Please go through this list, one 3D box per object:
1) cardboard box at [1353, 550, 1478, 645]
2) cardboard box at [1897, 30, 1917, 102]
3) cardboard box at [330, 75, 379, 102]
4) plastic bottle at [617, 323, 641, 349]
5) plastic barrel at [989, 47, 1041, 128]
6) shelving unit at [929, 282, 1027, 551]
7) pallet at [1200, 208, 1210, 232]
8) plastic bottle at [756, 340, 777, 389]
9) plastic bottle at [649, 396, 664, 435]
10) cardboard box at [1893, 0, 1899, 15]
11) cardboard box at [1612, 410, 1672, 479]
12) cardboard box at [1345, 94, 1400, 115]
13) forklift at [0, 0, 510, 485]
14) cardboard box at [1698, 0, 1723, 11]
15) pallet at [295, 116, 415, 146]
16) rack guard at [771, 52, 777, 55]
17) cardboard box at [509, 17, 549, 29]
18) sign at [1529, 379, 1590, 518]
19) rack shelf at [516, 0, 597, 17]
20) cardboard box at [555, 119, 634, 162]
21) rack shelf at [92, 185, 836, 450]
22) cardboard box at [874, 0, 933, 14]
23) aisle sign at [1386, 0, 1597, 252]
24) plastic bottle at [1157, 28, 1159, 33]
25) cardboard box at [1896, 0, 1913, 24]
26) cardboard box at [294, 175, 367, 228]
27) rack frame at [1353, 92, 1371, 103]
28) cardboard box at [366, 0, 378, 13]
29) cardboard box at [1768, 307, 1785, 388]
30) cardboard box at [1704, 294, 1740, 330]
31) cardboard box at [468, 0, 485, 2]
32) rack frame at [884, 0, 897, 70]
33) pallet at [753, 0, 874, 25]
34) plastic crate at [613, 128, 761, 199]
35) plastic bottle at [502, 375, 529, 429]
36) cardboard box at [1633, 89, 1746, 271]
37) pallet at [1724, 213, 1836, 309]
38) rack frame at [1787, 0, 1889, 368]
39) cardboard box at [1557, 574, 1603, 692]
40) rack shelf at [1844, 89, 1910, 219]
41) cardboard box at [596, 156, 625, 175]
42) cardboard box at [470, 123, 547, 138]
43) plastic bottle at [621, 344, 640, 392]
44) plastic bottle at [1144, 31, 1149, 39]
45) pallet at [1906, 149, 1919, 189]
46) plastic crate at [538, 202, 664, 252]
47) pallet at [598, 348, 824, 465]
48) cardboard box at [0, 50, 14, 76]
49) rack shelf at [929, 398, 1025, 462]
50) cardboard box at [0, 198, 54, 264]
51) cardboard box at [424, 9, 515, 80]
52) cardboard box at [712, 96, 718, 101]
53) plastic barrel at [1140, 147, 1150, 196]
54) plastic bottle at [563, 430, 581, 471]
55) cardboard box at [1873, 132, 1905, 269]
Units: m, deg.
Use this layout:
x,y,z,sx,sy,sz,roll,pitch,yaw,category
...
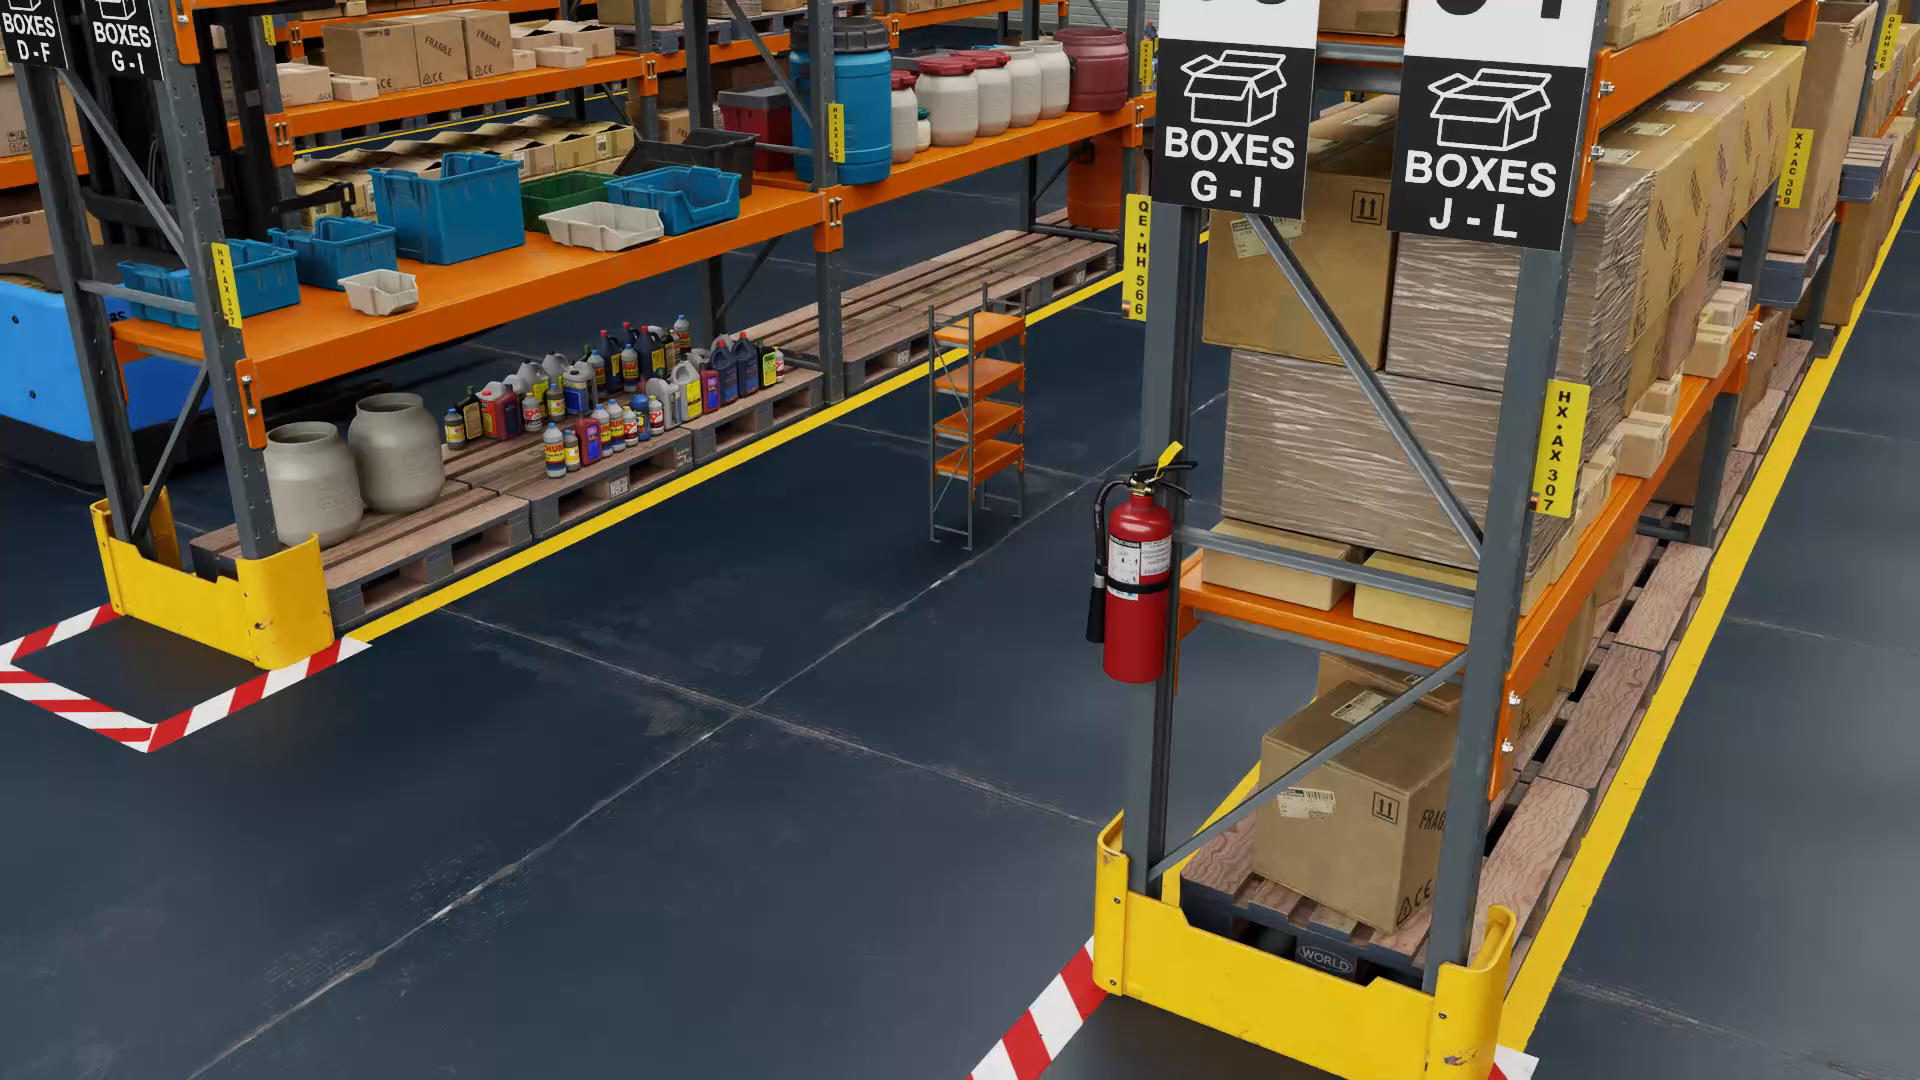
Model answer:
x,y,z,sx,sy,sz,roll,pitch,yaw,category
1.284,0.142,4.463,0.380,0.149,0.250,14,27,29,cardboard box
6.979,-3.643,12.763,0.500,0.500,0.500,15,27,31,cardboard box
-4.732,-3.496,12.865,0.380,0.149,0.250,14,27,29,cardboard box
-1.945,-1.116,9.833,0.144,0.351,0.185,15,27,30,plastic bottle
0.360,-3.183,11.685,0.421,0.512,0.421,0,23,0,plastic barrel
0.087,-0.606,8.141,0.258,1.200,0.503,14,27,29,shelving unit
1.968,-3.071,15.077,1.003,0.211,1.213,14,27,29,pallet
-1.140,-1.039,9.740,0.061,0.283,0.133,15,28,32,plastic bottle
-1.661,-0.682,9.018,0.097,0.201,0.097,0,23,0,plastic bottle
6.931,-4.266,12.941,0.797,0.503,0.637,13,27,28,cardboard box
2.158,-0.344,5.586,0.380,0.149,0.250,14,27,29,cardboard box
1.536,-1.144,5.359,0.500,0.500,0.500,14,27,29,cardboard box
-4.102,-2.166,9.563,1.130,2.935,3.031,15,27,31,forklift
1.936,-1.685,4.780,0.500,0.250,0.500,14,27,29,cardboard box
-6.994,-4.712,18.869,1.003,0.211,1.213,14,27,29,pallet
-3.241,-7.303,24.489,1.175,0.500,0.348,14,27,29,rack guard
-5.596,-6.051,20.630,0.750,0.750,0.750,14,27,30,cardboard box
1.392,-0.211,3.872,0.100,0.325,0.005,14,27,29,sign
-4.309,-7.436,22.558,1.077,0.370,4.000,14,27,29,rack shelf
-3.330,-3.665,15.166,0.500,0.311,0.500,15,27,30,cardboard box
-2.222,-1.310,8.406,1.077,0.370,4.000,14,27,29,rack shelf
-0.653,-6.216,18.706,0.500,0.500,0.500,15,27,30,cardboard box
1.153,-1.037,3.597,0.394,0.787,0.004,14,27,29,aisle sign
1.790,-4.456,14.929,0.097,0.271,0.097,0,23,0,plastic bottle
7.731,-4.497,13.734,0.500,0.500,0.500,14,27,29,cardboard box
-4.943,-2.630,12.776,0.500,0.311,0.500,14,27,29,cardboard box
5.163,-6.365,19.178,1.000,3.000,0.127,14,27,29,rack frame
-6.723,-5.964,18.542,0.380,0.149,0.250,14,27,28,cardboard box
4.533,-1.262,9.982,0.700,0.500,0.500,11,26,25,cardboard box
3.037,-0.946,6.975,0.380,0.149,0.250,14,27,29,cardboard box
-5.864,-6.474,19.720,0.380,0.149,0.250,14,27,29,cardboard box
-1.153,-6.055,18.461,1.000,3.000,0.127,14,27,29,rack frame
-1.667,-5.720,17.928,1.003,0.211,1.213,14,27,29,pallet
-1.551,-2.137,9.488,0.767,0.338,0.504,14,27,29,plastic crate
-2.451,-0.755,9.093,0.152,0.276,0.135,13,27,28,plastic bottle
2.243,-1.203,5.495,0.500,0.500,0.500,14,27,29,cardboard box
3.568,-1.417,7.989,1.003,0.211,1.213,14,27,29,pallet
5.151,-2.627,10.544,1.000,3.000,0.127,14,27,29,rack frame
2.240,0.225,6.573,0.500,0.500,0.500,11,26,24,cardboard box
6.206,-2.972,12.246,1.077,0.370,4.000,14,27,29,rack shelf
-3.333,-3.407,15.277,0.500,0.250,0.500,15,27,30,cardboard box
-4.059,-3.599,15.014,0.500,0.311,0.500,13,27,28,cardboard box
-1.919,-1.005,9.677,0.097,0.271,0.097,0,23,0,plastic bottle
1.616,-4.318,14.596,0.061,0.283,0.133,14,27,29,plastic bottle
9.016,-3.762,16.673,1.003,0.211,1.213,14,27,29,pallet
-1.808,-1.593,8.486,0.530,0.136,0.437,14,27,29,plastic crate
-1.557,-0.818,9.873,1.003,0.211,1.213,14,27,29,pallet
-6.143,-3.043,10.561,0.380,0.149,0.250,15,28,31,cardboard box
0.087,-0.545,8.167,0.258,0.148,0.480,14,27,29,rack shelf
-6.218,-1.920,10.897,0.500,0.500,0.500,14,27,29,cardboard box
-4.134,-4.181,14.006,0.500,0.500,0.500,12,26,26,cardboard box
-2.240,-4.199,16.767,0.500,0.500,0.500,13,27,28,cardboard box
1.409,-3.094,14.225,0.421,0.512,0.421,0,23,0,plastic barrel
-2.001,-0.465,8.516,0.097,0.201,0.097,0,23,0,plastic bottle
6.470,-2.673,12.795,1.225,0.875,0.875,13,27,27,cardboard box
